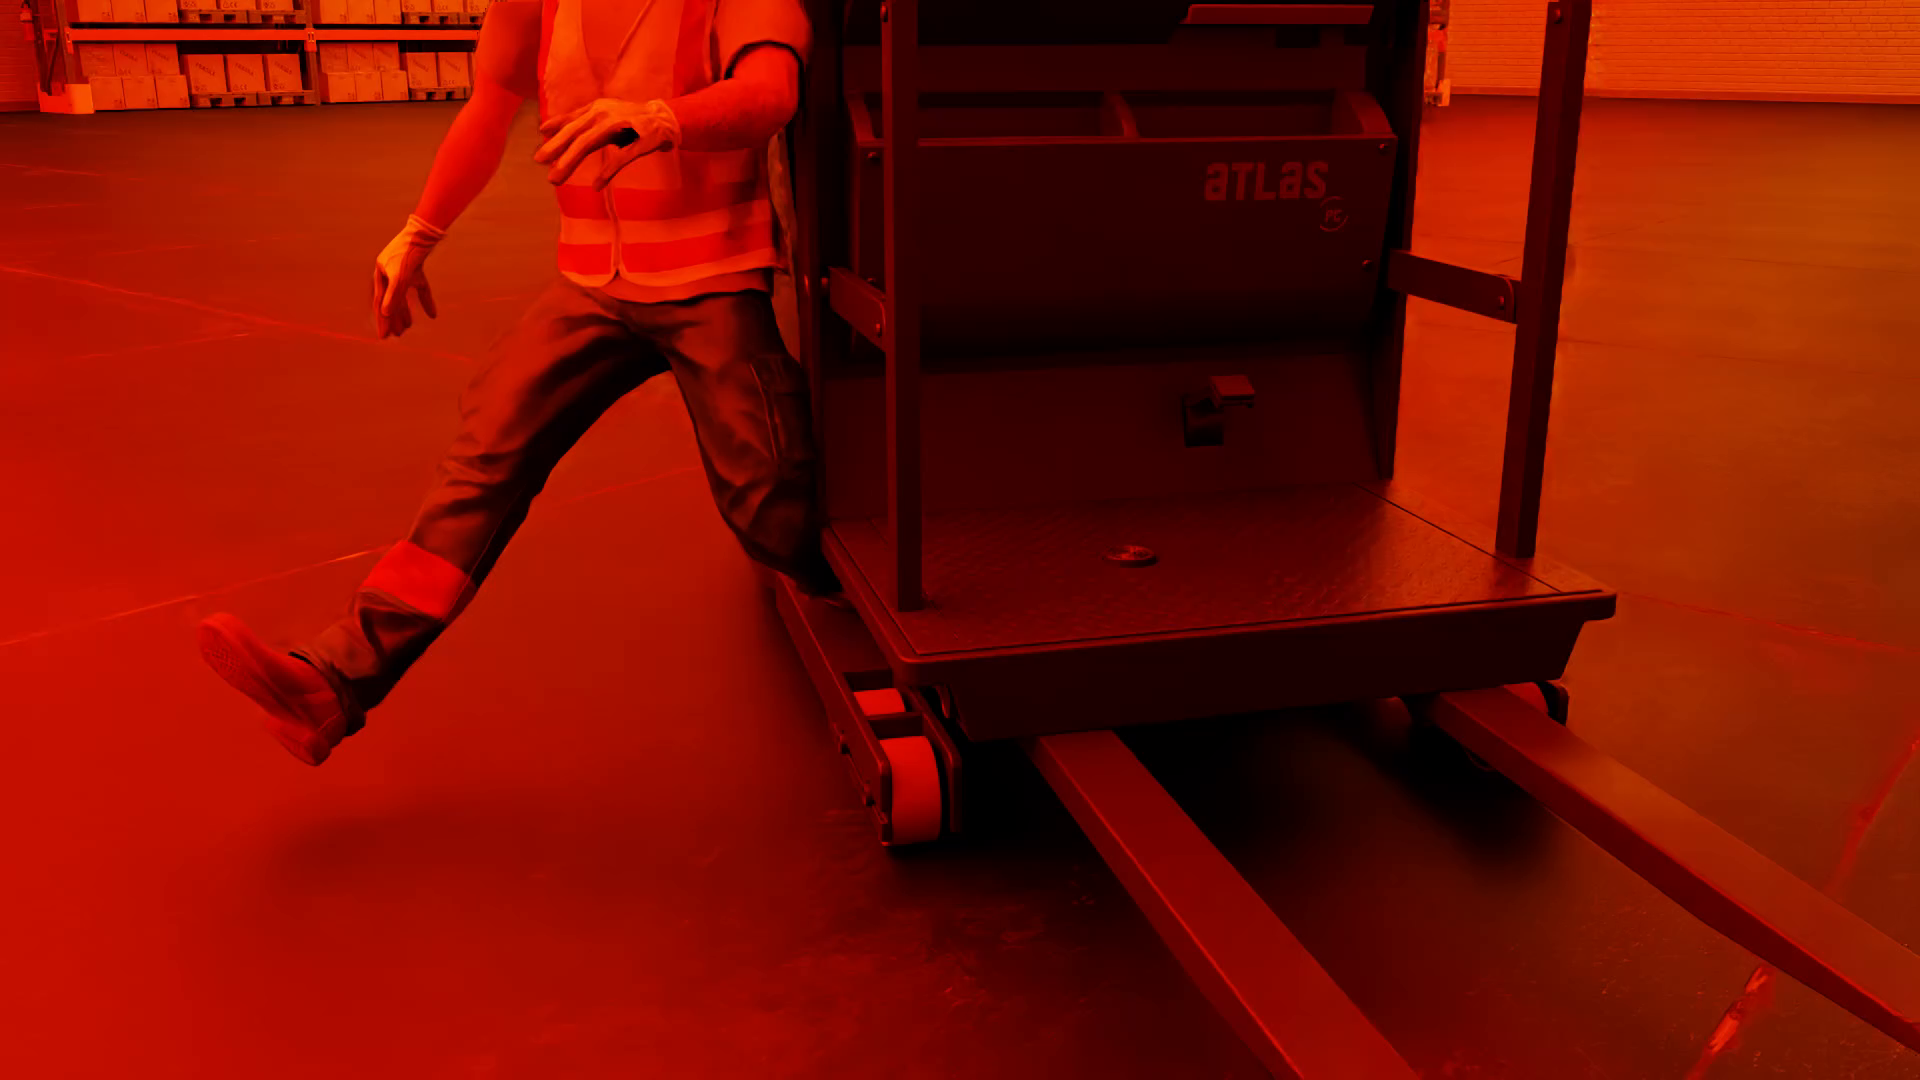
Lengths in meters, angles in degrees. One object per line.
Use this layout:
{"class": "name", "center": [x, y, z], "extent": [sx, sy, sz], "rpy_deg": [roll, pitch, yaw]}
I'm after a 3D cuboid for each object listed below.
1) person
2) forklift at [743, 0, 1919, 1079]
{"class": "person", "center": [-0.630, -0.413, 2.636], "extent": [0.916, 1.550, 1.124], "rpy_deg": [7, 18, 23]}
{"class": "forklift", "center": [0.330, -1.073, 2.432], "extent": [1.130, 2.935, 3.031], "rpy_deg": [-4, 17, -14]}
